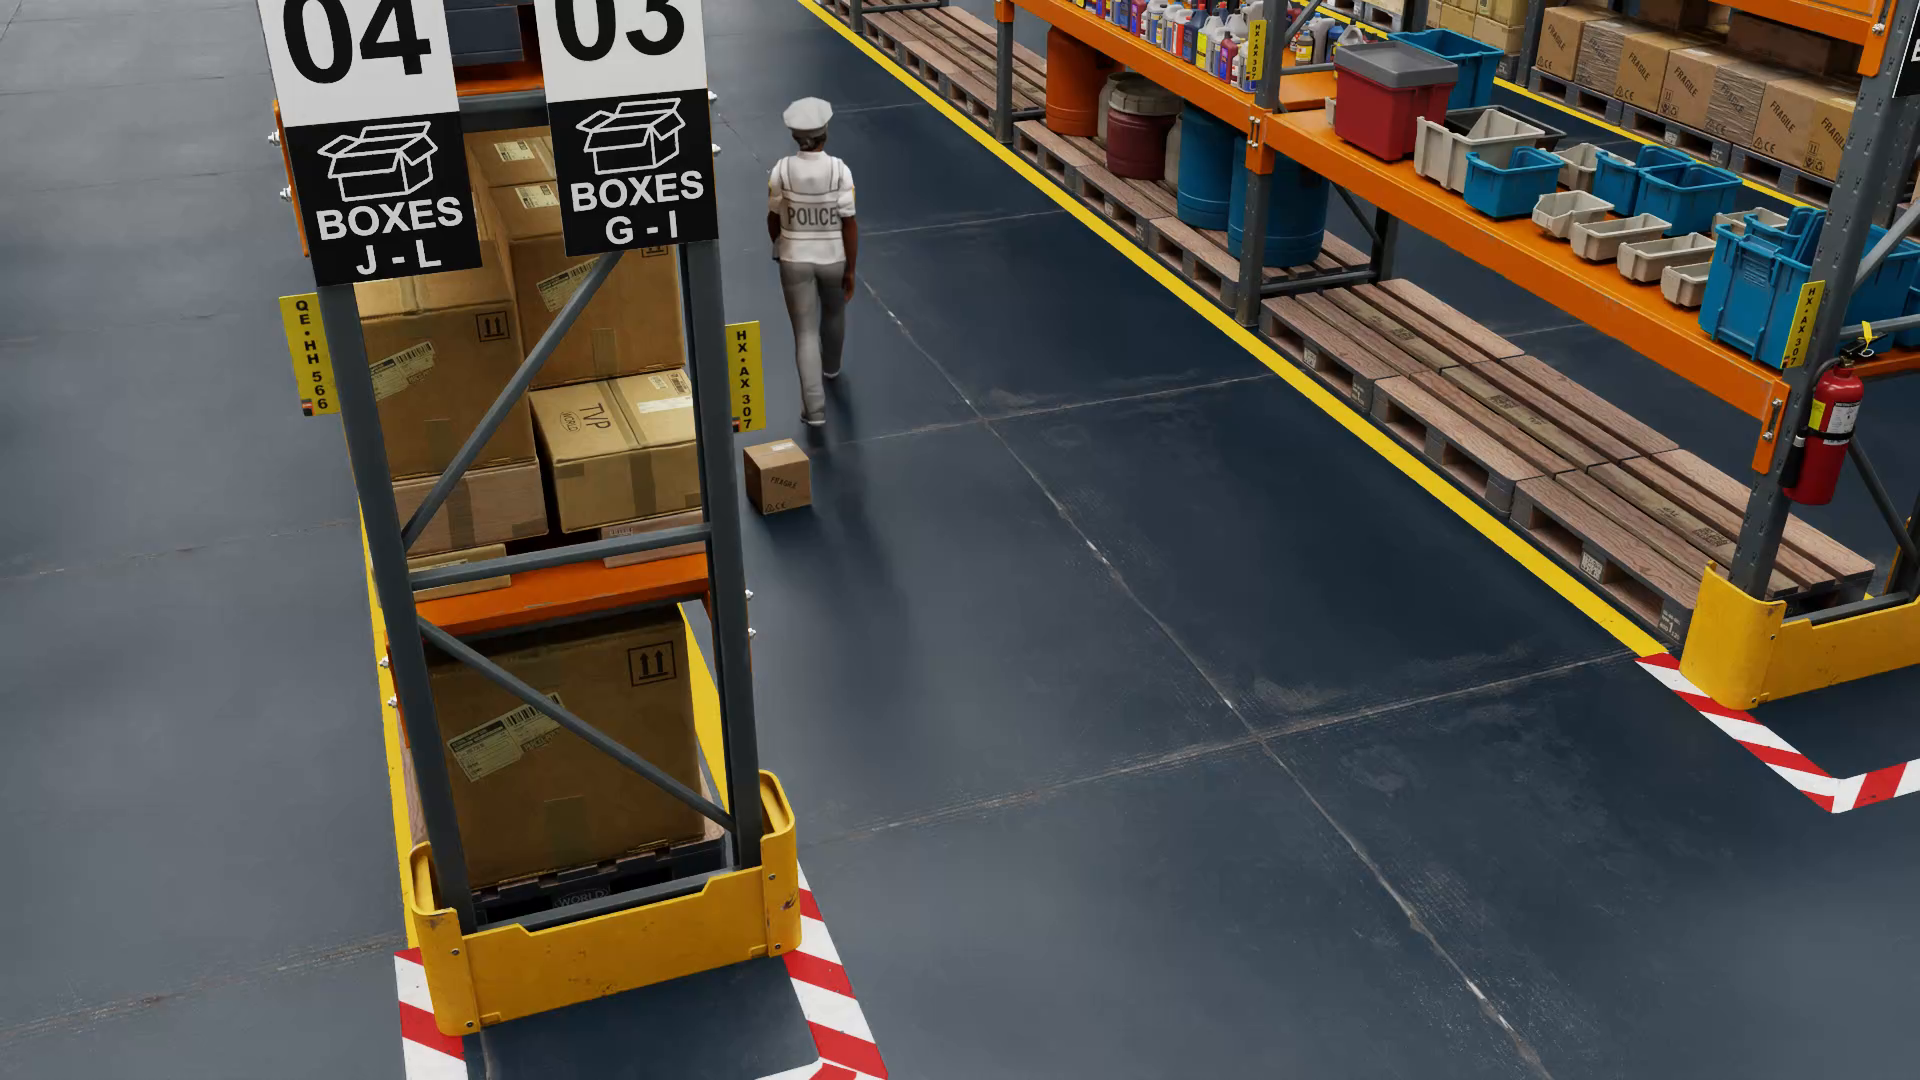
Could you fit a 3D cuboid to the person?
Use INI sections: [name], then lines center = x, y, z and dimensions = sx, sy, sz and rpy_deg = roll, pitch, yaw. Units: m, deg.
[person]
center = -0.767, -1.487, 8.659
dimensions = 0.452, 1.623, 1.024
rpy_deg = -5, 30, -8
